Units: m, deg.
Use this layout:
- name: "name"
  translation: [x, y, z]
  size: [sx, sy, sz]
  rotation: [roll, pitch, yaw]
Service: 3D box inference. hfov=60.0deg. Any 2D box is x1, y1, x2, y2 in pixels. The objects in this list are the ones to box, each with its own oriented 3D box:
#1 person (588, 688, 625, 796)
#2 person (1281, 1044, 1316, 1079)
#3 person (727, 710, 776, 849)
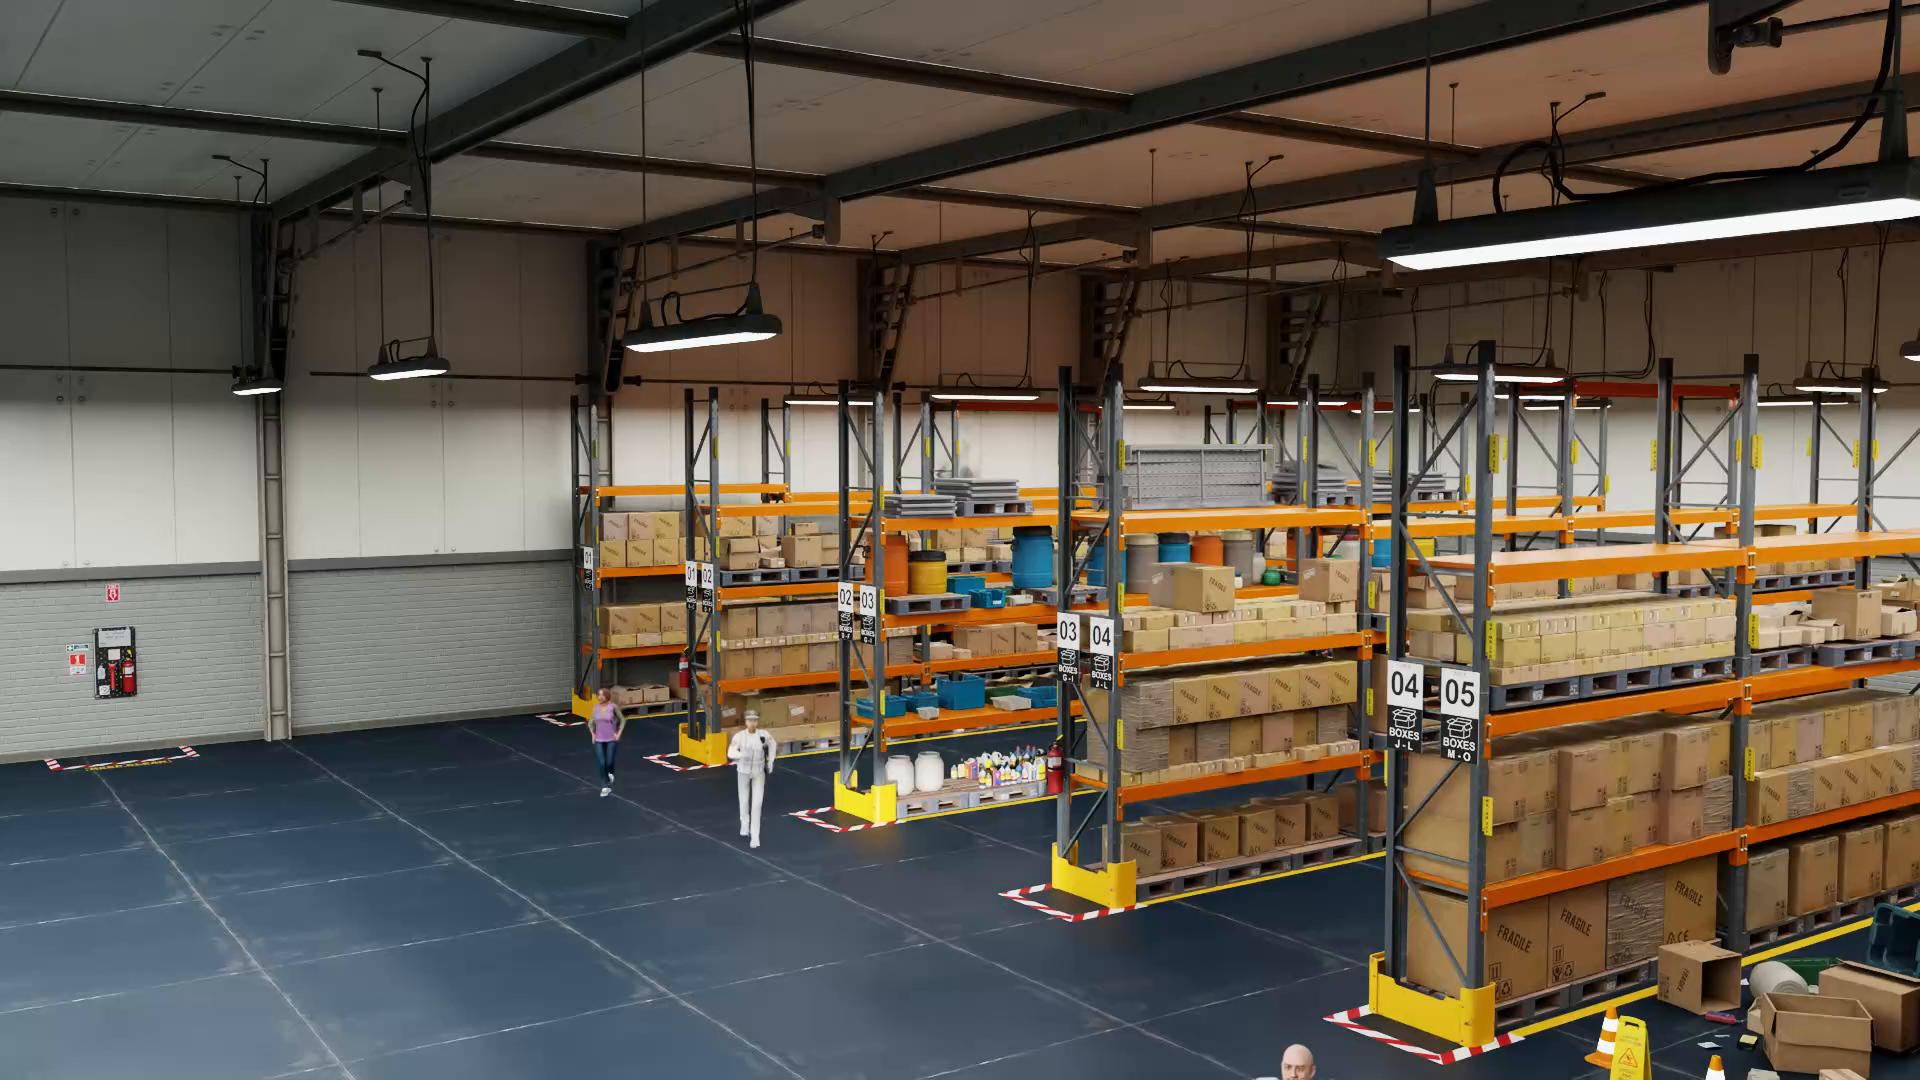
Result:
- name: "person"
  translation: [-5.162, 2.934, 24.270]
  size: [0.541, 1.566, 0.496]
  rotation: [0, 3, 0]
- name: "person"
  translation: [1.898, 3.732, 9.338]
  size: [0.670, 1.817, 0.783]
  rotation: [1, 3, 10]
- name: "person"
  translation: [-2.672, 3.025, 21.350]
  size: [0.600, 1.742, 0.817]
  rotation: [0, 3, -4]
